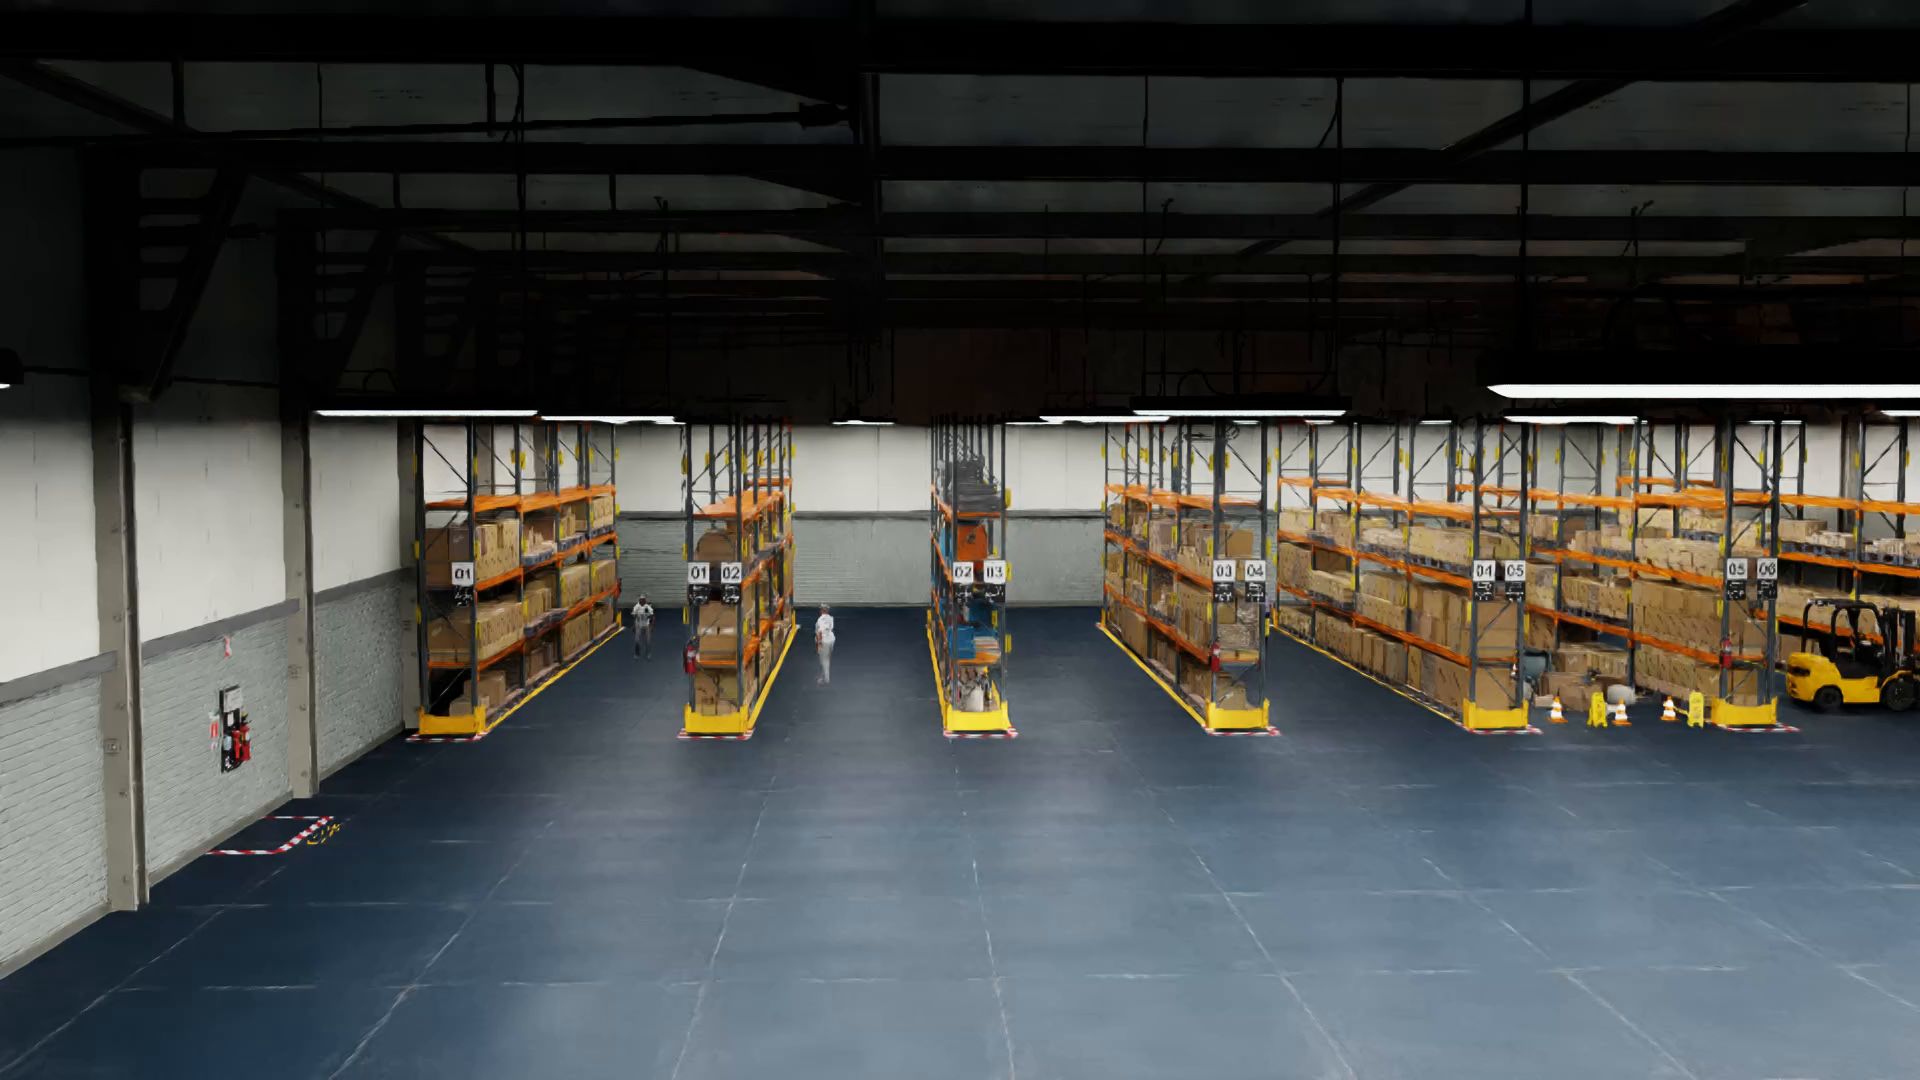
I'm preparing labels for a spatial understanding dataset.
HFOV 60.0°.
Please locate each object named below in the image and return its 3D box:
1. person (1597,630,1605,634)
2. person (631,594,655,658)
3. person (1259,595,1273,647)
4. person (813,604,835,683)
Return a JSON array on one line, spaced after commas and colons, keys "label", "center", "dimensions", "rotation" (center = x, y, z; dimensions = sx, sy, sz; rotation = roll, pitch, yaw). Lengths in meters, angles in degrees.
[{"label": "person", "center": [17.555, 1.756, 46.067], "dimensions": [0.558, 1.646, 0.659], "rotation": [0, 4, 7]}, {"label": "person", "center": [-7.839, 2.119, 41.123], "dimensions": [0.592, 1.630, 0.526], "rotation": [0, 4, -5]}, {"label": "person", "center": [7.815, 2.006, 43.137], "dimensions": [0.626, 1.580, 0.507], "rotation": [0, 4, -5]}, {"label": "person", "center": [-3.077, 2.305, 37.207], "dimensions": [0.501, 1.757, 0.588], "rotation": [2, 4, 27]}]
